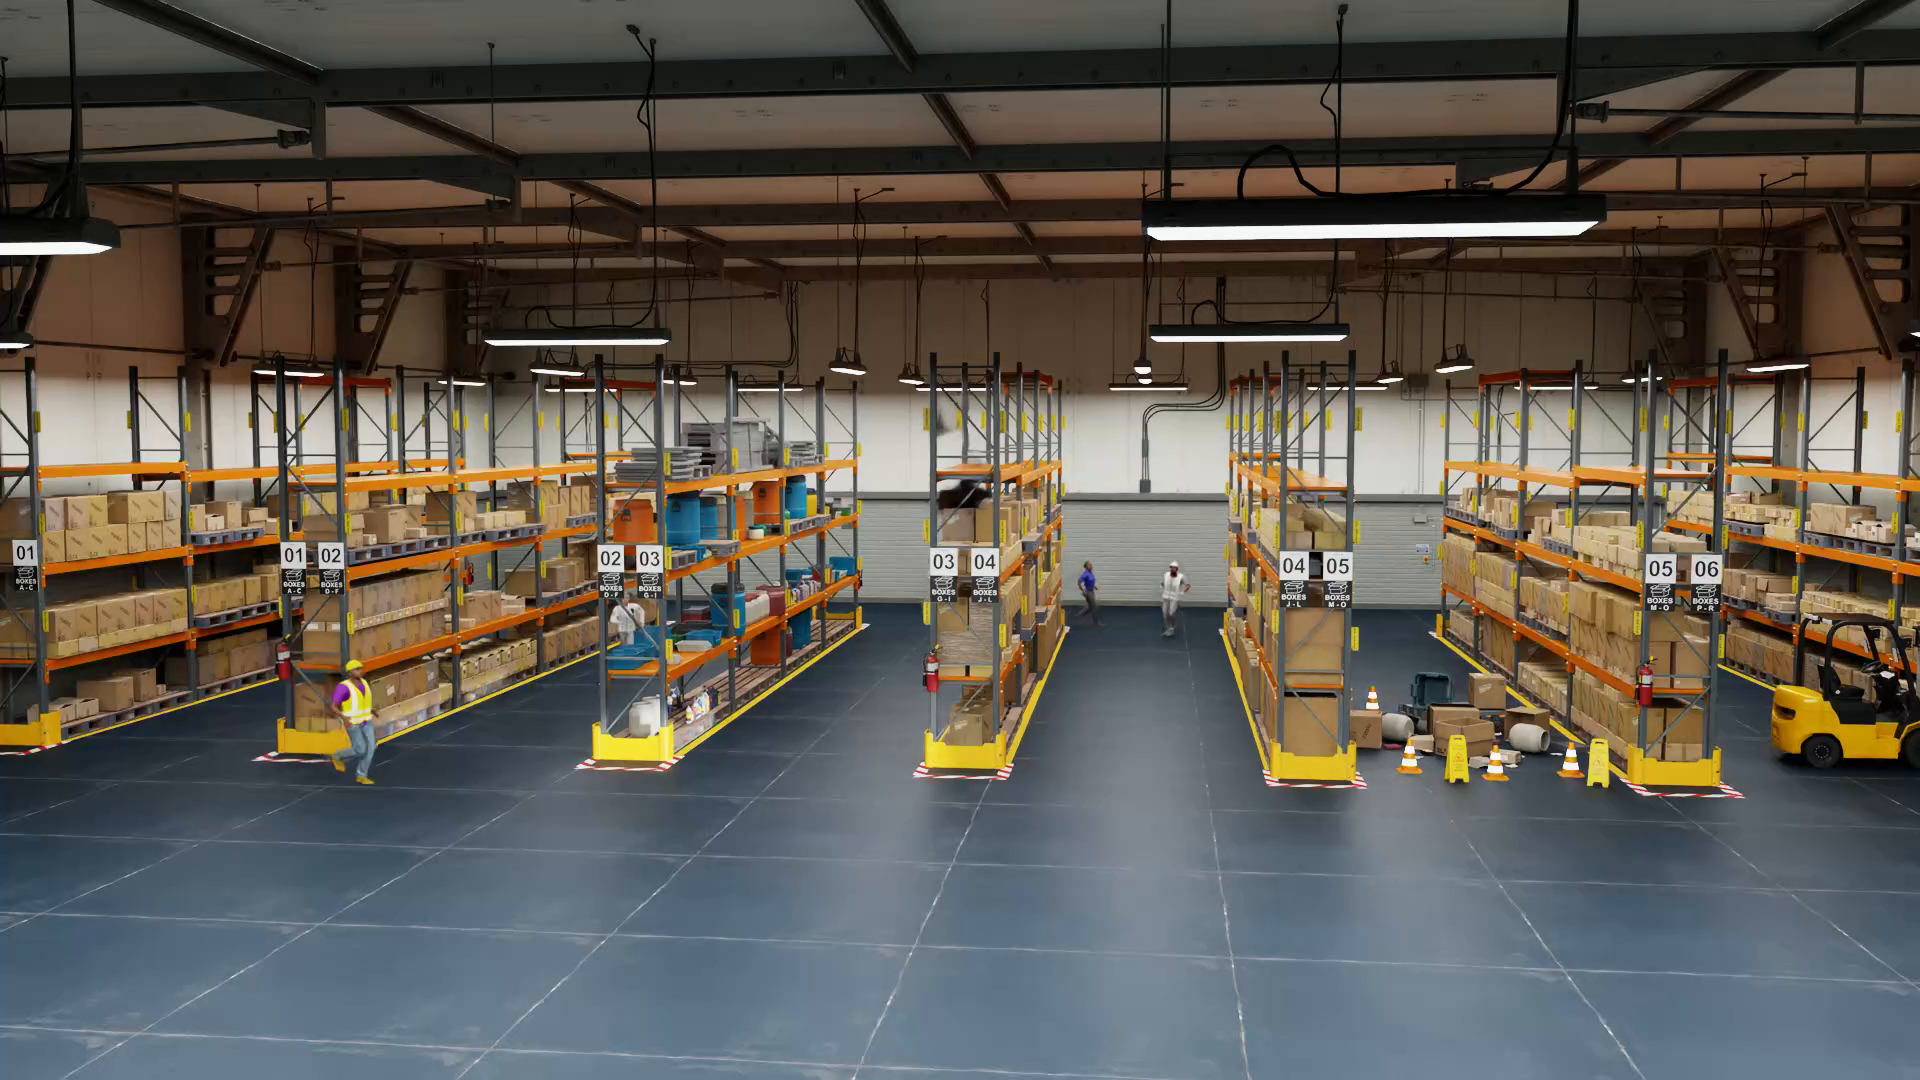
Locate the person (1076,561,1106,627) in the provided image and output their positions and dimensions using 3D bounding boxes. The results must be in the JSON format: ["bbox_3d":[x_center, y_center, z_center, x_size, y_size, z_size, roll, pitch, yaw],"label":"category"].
[{"bbox_3d":[3.111,1.317,40.619,0.817,1.631,0.674,2,5,29],"label":"person"}]

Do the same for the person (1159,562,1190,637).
[{"bbox_3d":[4.947,1.391,38.770,0.684,1.762,0.658,2,5,29],"label":"person"}]

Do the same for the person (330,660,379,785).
[{"bbox_3d":[-8.397,2.518,23.072,0.663,1.731,0.700,2,5,28],"label":"person"}]

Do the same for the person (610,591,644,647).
[{"bbox_3d":[-6.567,1.847,32.827,0.630,1.731,0.876,0,4,-4],"label":"person"}]
